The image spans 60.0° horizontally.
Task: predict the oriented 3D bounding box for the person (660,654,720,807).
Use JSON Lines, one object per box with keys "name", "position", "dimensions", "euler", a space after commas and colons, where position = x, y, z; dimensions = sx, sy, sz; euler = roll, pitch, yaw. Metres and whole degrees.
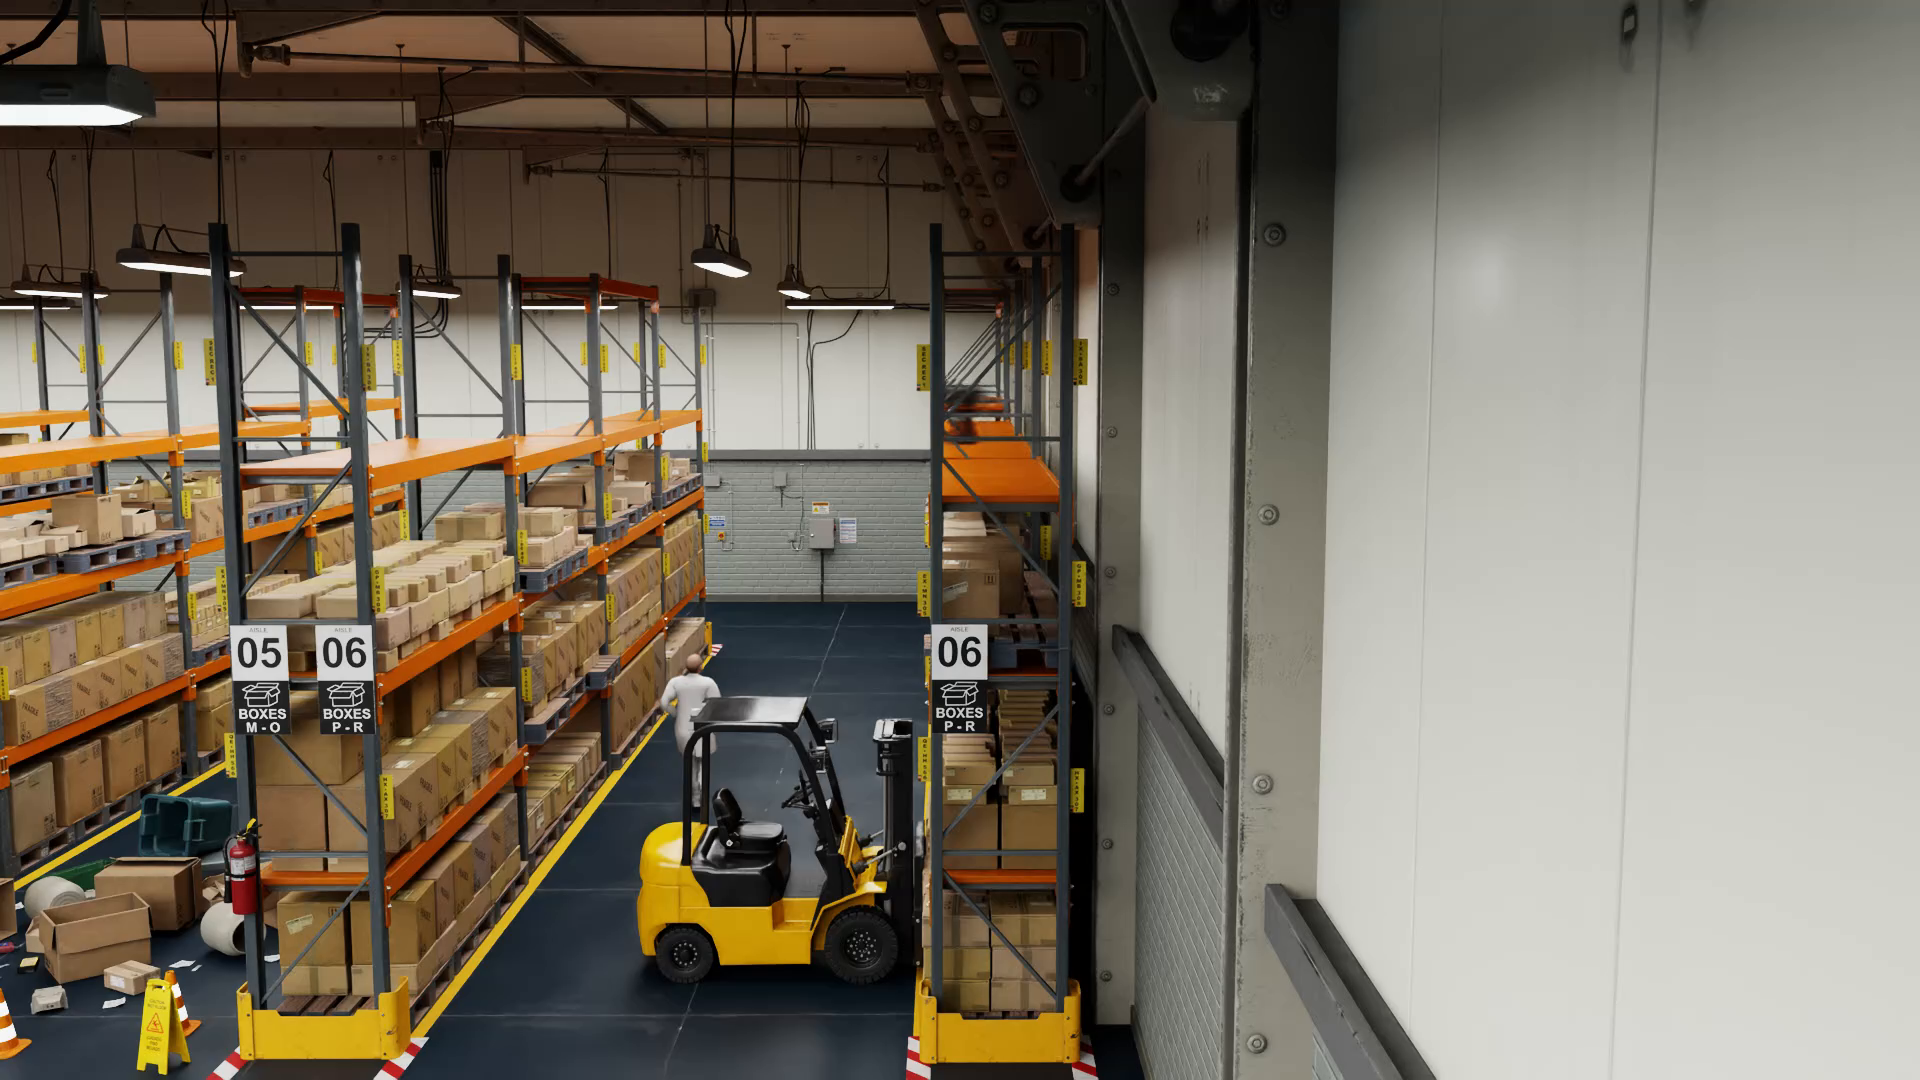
{"name": "person", "position": [-2.983, 2.151, 18.544], "dimensions": [0.710, 1.756, 0.727], "euler": [0, 7, 3]}
